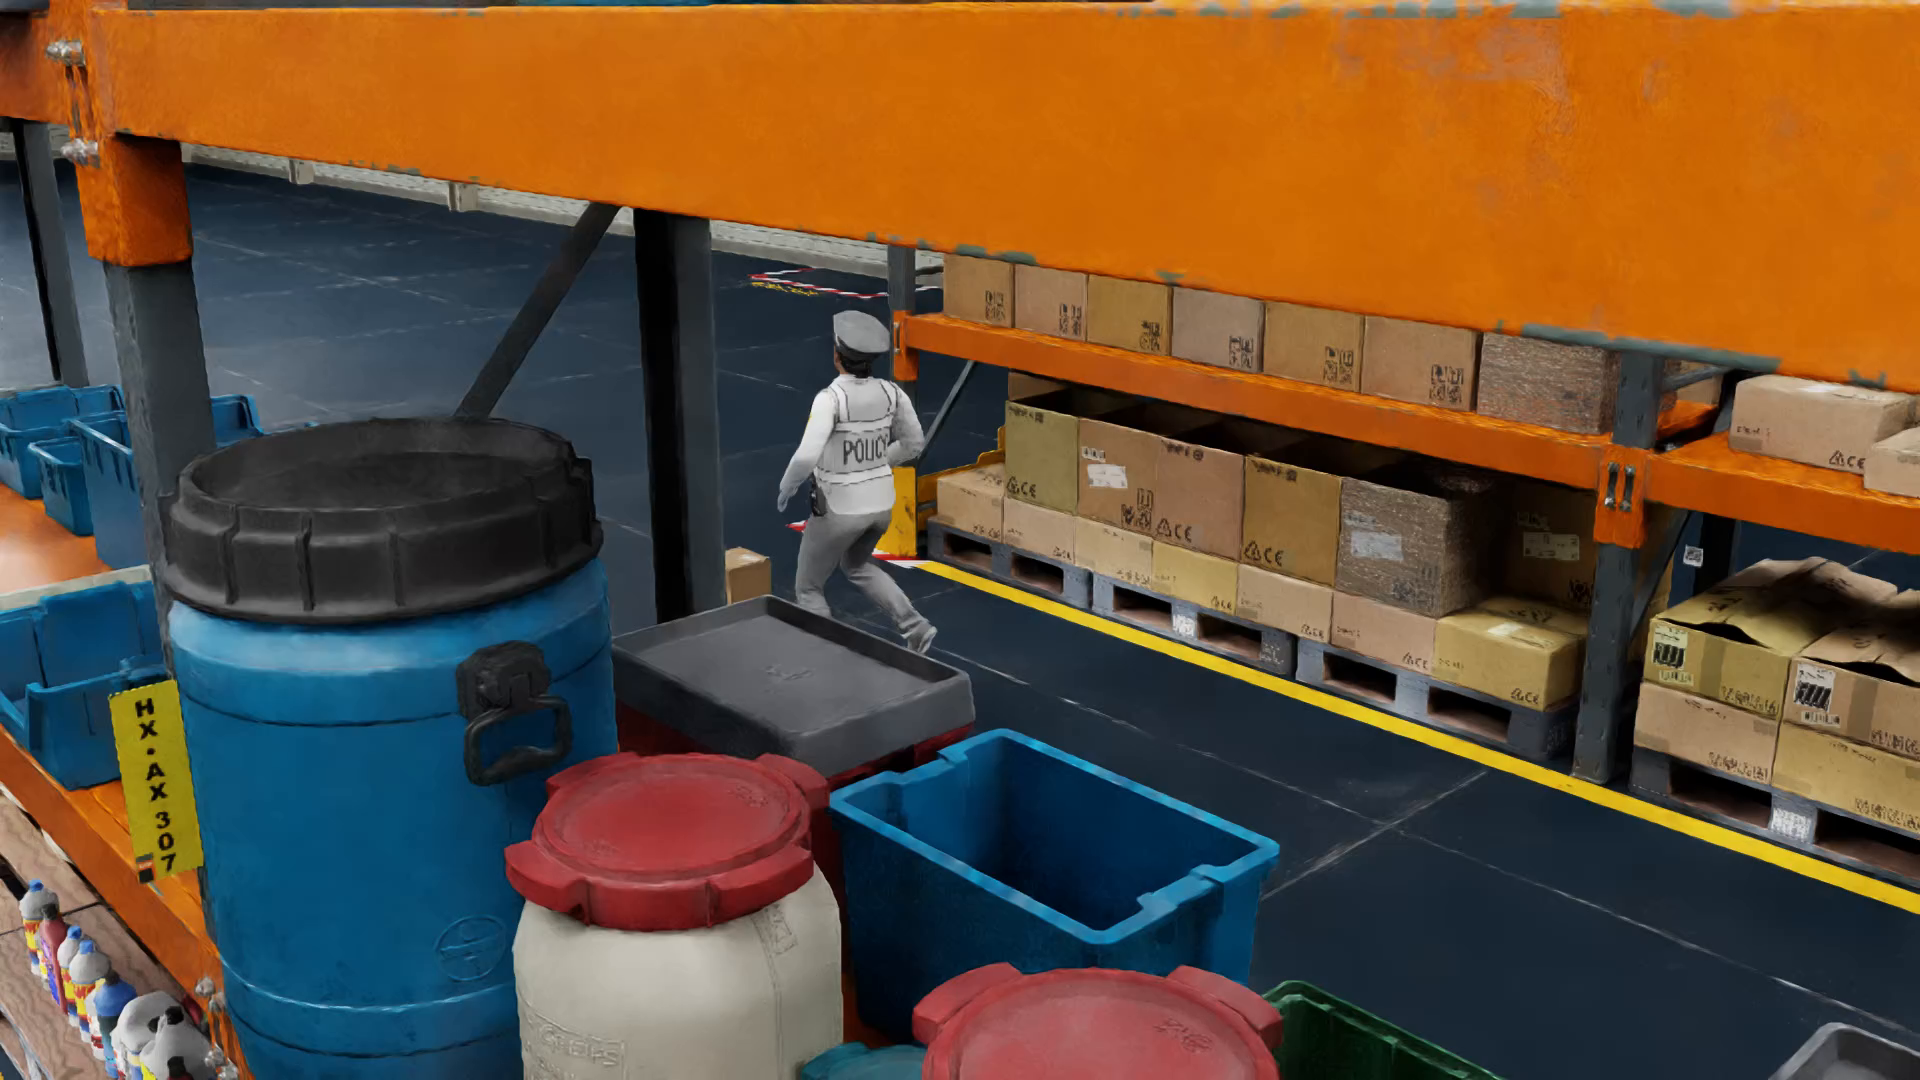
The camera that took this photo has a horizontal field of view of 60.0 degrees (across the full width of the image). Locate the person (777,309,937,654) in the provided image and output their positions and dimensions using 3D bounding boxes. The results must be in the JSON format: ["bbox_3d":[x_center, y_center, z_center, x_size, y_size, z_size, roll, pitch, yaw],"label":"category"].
[{"bbox_3d":[-0.469,-0.133,6.978,0.461,1.670,0.727,16,24,41],"label":"person"}]
